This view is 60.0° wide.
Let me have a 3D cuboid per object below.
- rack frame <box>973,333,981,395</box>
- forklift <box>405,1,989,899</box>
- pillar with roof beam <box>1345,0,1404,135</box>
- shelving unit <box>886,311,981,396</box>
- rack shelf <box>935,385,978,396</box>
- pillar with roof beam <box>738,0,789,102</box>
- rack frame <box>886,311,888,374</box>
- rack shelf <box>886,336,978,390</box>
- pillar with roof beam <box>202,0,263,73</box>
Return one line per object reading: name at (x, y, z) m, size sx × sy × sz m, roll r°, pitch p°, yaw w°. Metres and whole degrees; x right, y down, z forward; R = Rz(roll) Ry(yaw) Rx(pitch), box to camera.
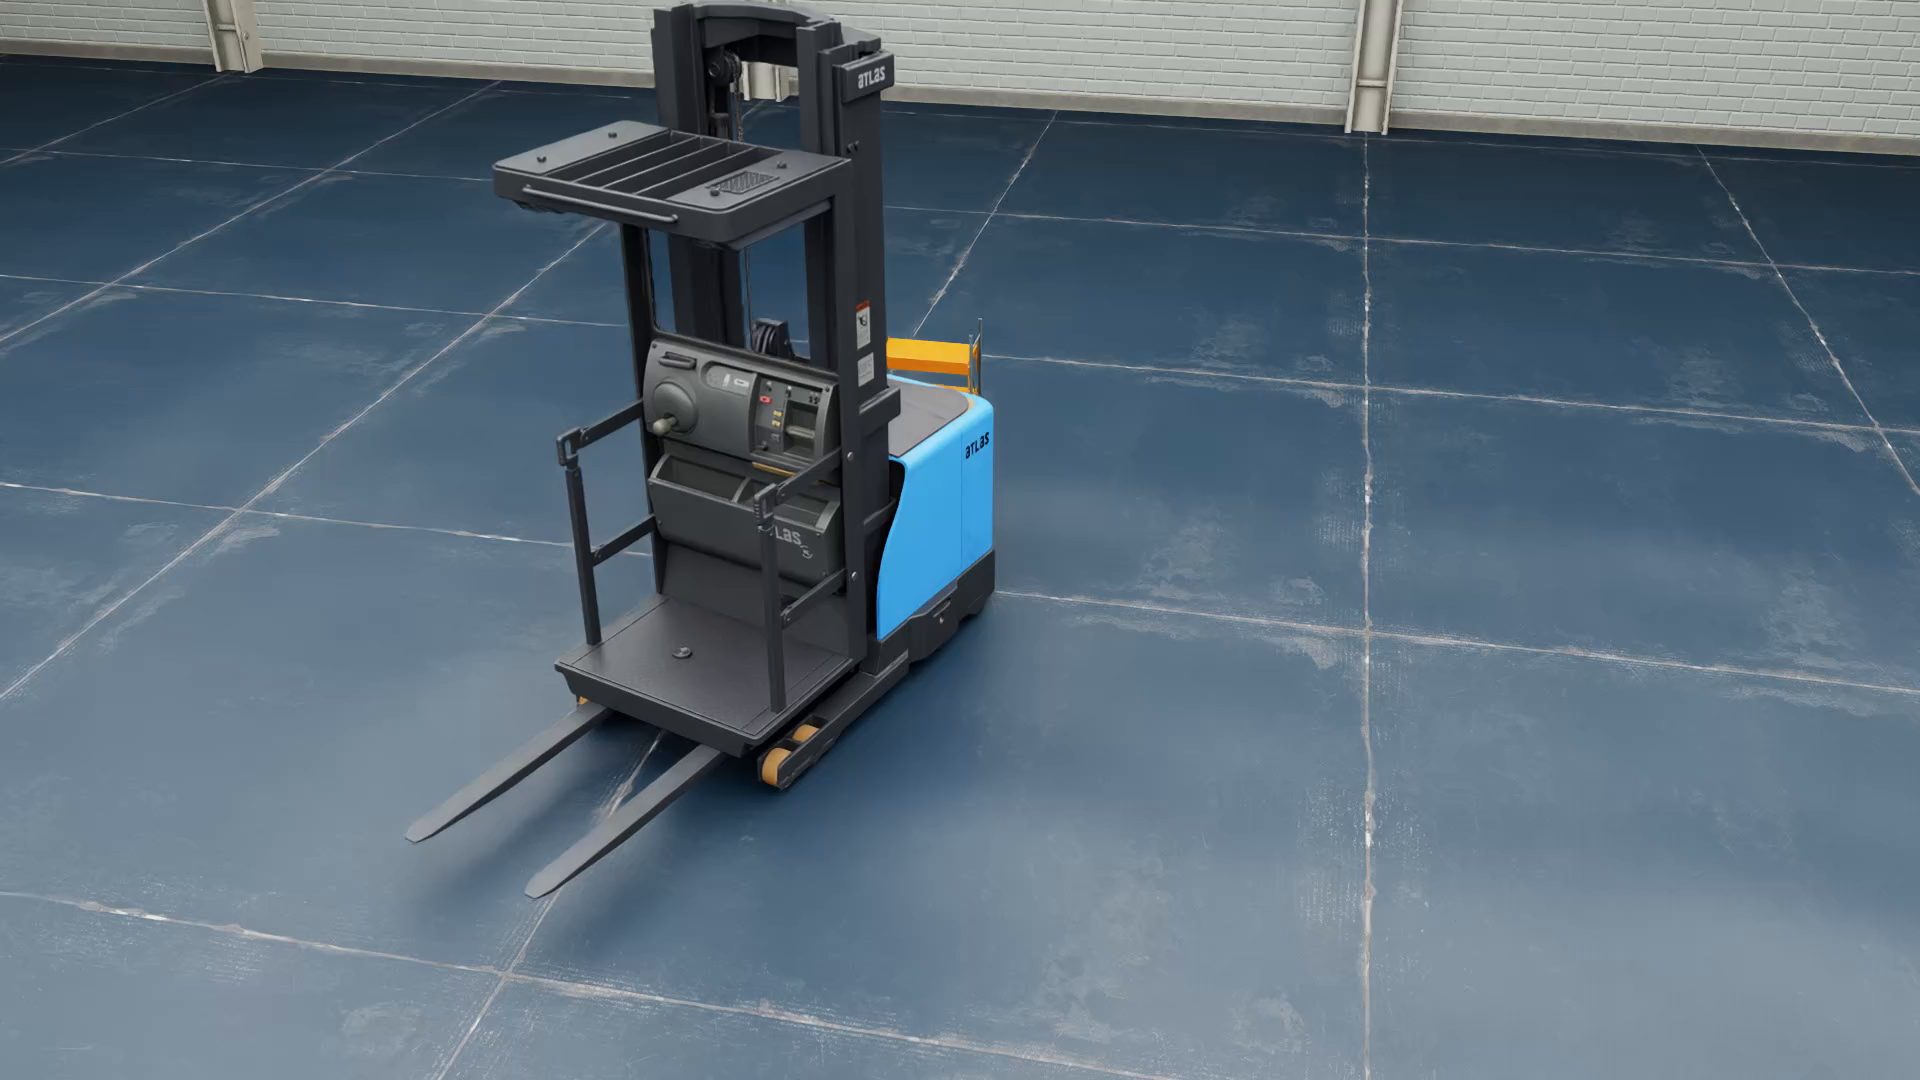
rack frame at (0.077, -0.519, 8.448) m, size 0.006 × 1.046 × 0.228 m, roll 6°, pitch 29°, yaw 11°
forklift at (-1.025, -0.514, 6.637) m, size 1.121 × 2.935 × 3.031 m, roll 16°, pitch 33°, yaw 27°
pillar with roof beam at (2.992, -5.861, 10.085) m, size 0.400 × 9.000 × 9.100 m, roll 6°, pitch 29°, yaw 11°
shelving unit at (-0.164, -0.543, 8.493) m, size 0.499 × 1.200 × 0.258 m, roll 6°, pitch 29°, yaw 11°
rack shelf at (-0.162, -0.680, 8.417) m, size 0.480 × 0.148 × 0.258 m, roll 6°, pitch 29°, yaw 11°
pillar with roof beam at (-2.875, -6.463, 11.184) m, size 0.400 × 9.000 × 9.100 m, roll 6°, pitch 29°, yaw 11°
rack frame at (-0.401, -0.567, 8.537) m, size 0.015 × 1.200 × 0.240 m, roll 6°, pitch 29°, yaw 11°
rack shelf at (-0.162, -0.888, 8.304) m, size 0.480 × 0.148 × 0.258 m, roll 6°, pitch 29°, yaw 11°
pillar with roof beam at (-8.743, -7.065, 12.283) m, size 0.400 × 9.000 × 9.100 m, roll 6°, pitch 29°, yaw 11°
